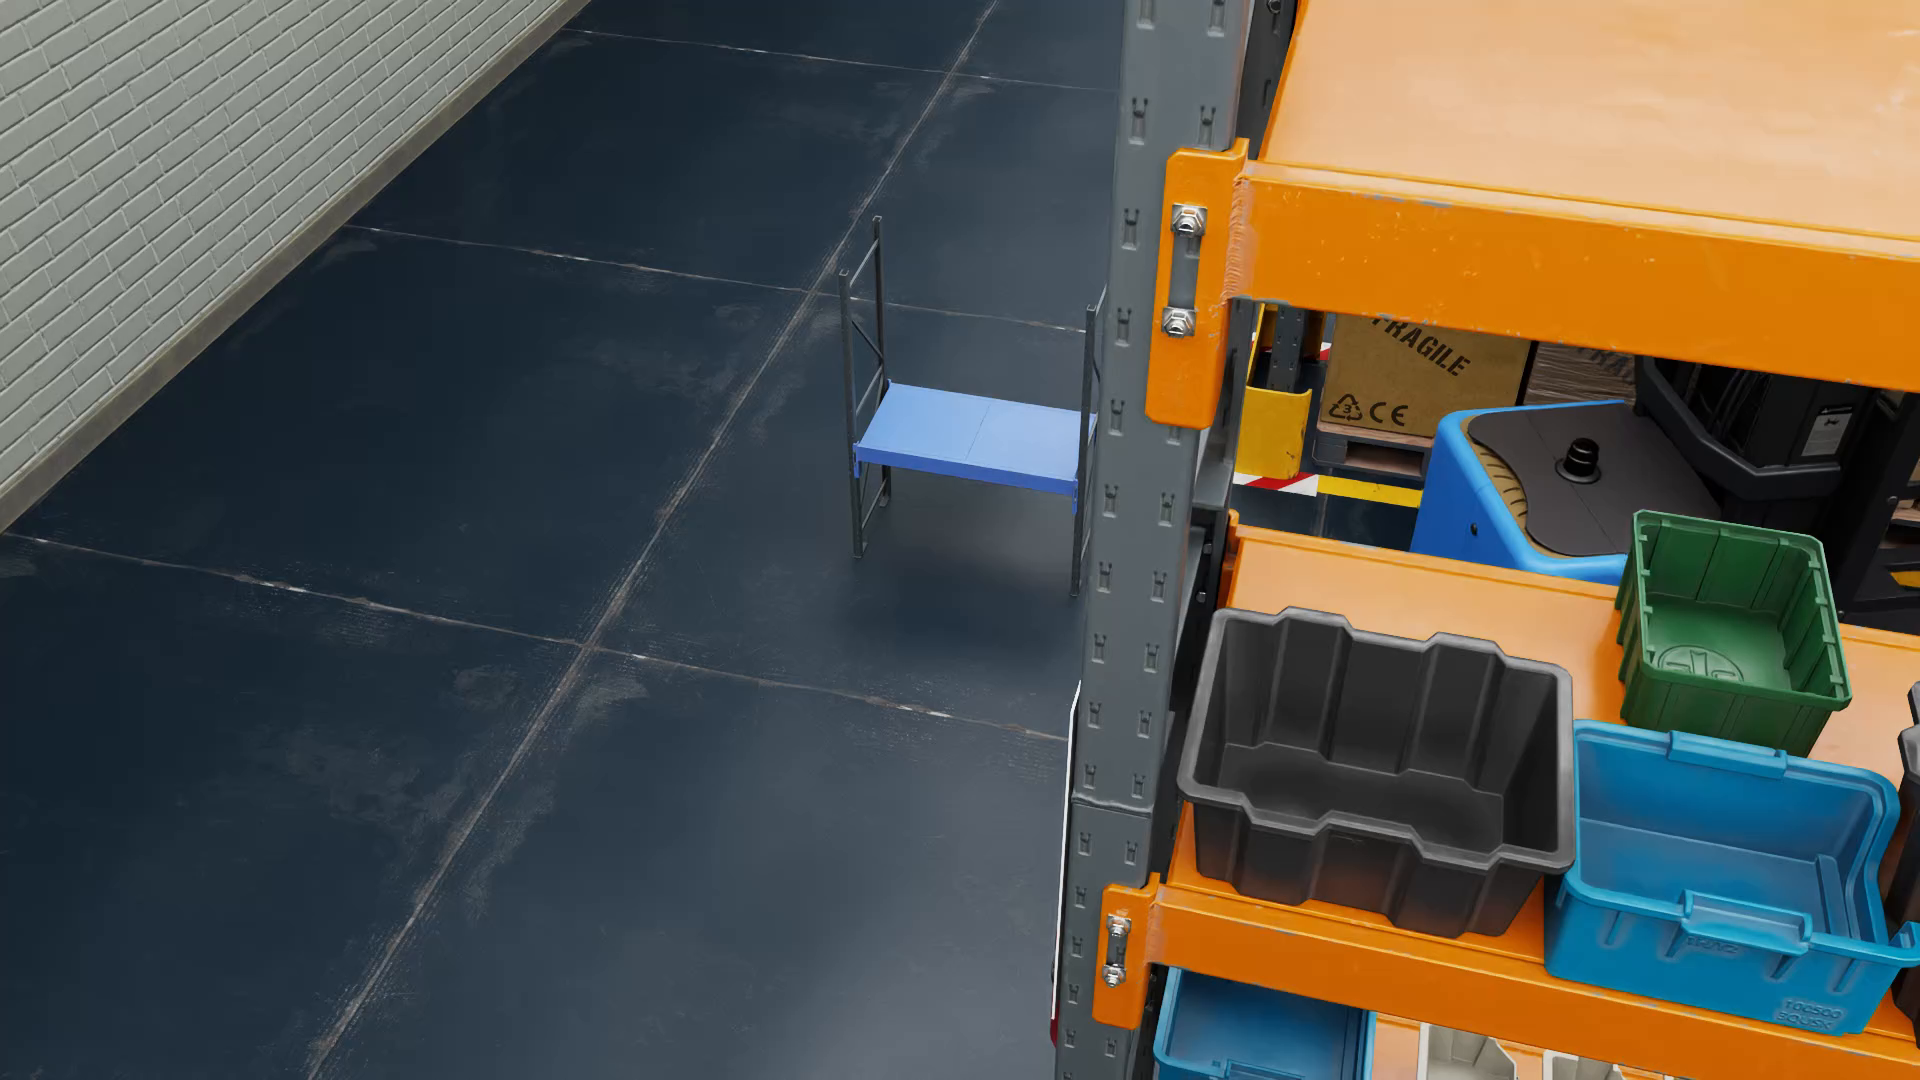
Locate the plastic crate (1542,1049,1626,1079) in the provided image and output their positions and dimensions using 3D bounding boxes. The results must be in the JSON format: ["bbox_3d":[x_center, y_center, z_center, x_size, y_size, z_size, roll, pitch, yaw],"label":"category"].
[{"bbox_3d":[1.475,1.417,3.889,0.243,0.136,0.396,10,41,11],"label":"plastic crate"}]

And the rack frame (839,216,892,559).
[{"bbox_3d":[-0.409,-0.645,7.351,0.032,1.500,0.500,10,41,11],"label":"rack frame"}]

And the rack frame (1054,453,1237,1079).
[{"bbox_3d":[0.364,1.259,3.919,0.127,3.000,1.000,10,41,11],"label":"rack frame"}]

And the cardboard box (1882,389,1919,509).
[{"bbox_3d":[4.022,-0.809,7.707,0.875,0.875,0.875,10,41,11],"label":"cardboard box"}]

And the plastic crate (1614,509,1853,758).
[{"bbox_3d":[1.391,0.178,3.038,0.336,0.188,0.450,10,41,11],"label":"plastic crate"}]

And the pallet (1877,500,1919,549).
[{"bbox_3d":[4.794,-0.260,7.896,1.213,0.211,1.003,10,41,11],"label":"pallet"}]

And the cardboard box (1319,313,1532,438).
[{"bbox_3d":[2.283,-1.109,8.063,0.875,0.875,0.875,10,41,11],"label":"cardboard box"}]

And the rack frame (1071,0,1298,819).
[{"bbox_3d":[0.364,-1.038,1.989,0.127,3.000,1.000,10,41,11],"label":"rack frame"}]

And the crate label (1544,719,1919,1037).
[{"bbox_3d":[1.172,0.521,2.580,0.502,0.251,0.408,10,41,11],"label":"crate label"}]

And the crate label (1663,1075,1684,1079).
[{"bbox_3d":[1.750,1.448,3.852,0.243,0.136,0.396,10,41,11],"label":"crate label"}]

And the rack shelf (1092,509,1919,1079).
[{"bbox_3d":[2.296,0.718,2.789,4.000,0.370,1.077,10,41,11],"label":"rack shelf"}]

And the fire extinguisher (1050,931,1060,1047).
[{"bbox_3d":[0.336,1.124,4.429,0.183,0.674,0.296,10,41,11],"label":"fire extinguisher"}]

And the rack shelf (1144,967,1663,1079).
[{"bbox_3d":[2.296,1.867,3.754,4.000,0.370,1.077,10,41,11],"label":"rack shelf"}]

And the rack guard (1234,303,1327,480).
[{"bbox_3d":[1.621,-0.865,8.391,0.348,0.500,1.175,10,41,11],"label":"rack guard"}]

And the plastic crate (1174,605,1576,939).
[{"bbox_3d":[0.664,0.398,2.714,0.590,0.269,0.497,10,41,11],"label":"plastic crate"}]

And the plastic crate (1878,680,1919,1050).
[{"bbox_3d":[1.769,0.559,2.468,0.767,0.338,0.504,10,41,11],"label":"plastic crate"}]

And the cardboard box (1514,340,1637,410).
[{"bbox_3d":[3.162,-0.957,7.883,0.875,0.875,0.875,10,41,11],"label":"cardboard box"}]

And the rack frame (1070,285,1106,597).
[{"bbox_3d":[0.573,-0.476,7.150,0.032,1.500,0.500,10,41,11],"label":"rack frame"}]

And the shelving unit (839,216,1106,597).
[{"bbox_3d":[0.082,-0.560,7.251,1.048,1.500,0.538,10,41,11],"label":"shelving unit"}]

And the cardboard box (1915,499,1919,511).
[{"bbox_3d":[4.891,-0.660,7.529,0.875,0.875,0.875,10,41,11],"label":"cardboard box"}]

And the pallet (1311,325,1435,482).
[{"bbox_3d":[2.437,-0.666,8.379,1.213,0.211,1.003,10,41,11],"label":"pallet"}]

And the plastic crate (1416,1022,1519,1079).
[{"bbox_3d":[1.199,1.360,3.957,0.243,0.136,0.396,10,41,11],"label":"plastic crate"}]

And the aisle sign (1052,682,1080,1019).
[{"bbox_3d":[0.218,0.436,2.877,0.004,0.787,0.394,10,41,11],"label":"aisle sign"}]

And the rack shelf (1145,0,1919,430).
[{"bbox_3d":[2.296,-0.277,1.953,4.000,0.370,1.077,10,41,11],"label":"rack shelf"}]

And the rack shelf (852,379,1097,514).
[{"bbox_3d":[0.082,-0.422,7.366,1.000,0.185,0.538,10,41,11],"label":"rack shelf"}]

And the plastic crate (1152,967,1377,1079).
[{"bbox_3d":[0.736,1.162,3.960,0.499,0.435,0.616,10,41,11],"label":"plastic crate"}]

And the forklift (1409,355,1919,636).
[{"bbox_3d":[3.466,-0.628,6.218,3.031,2.935,1.130,-5,40,-5],"label":"forklift"}]

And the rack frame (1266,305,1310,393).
[{"bbox_3d":[1.644,-1.818,7.582,0.127,3.000,1.000,10,41,11],"label":"rack frame"}]
